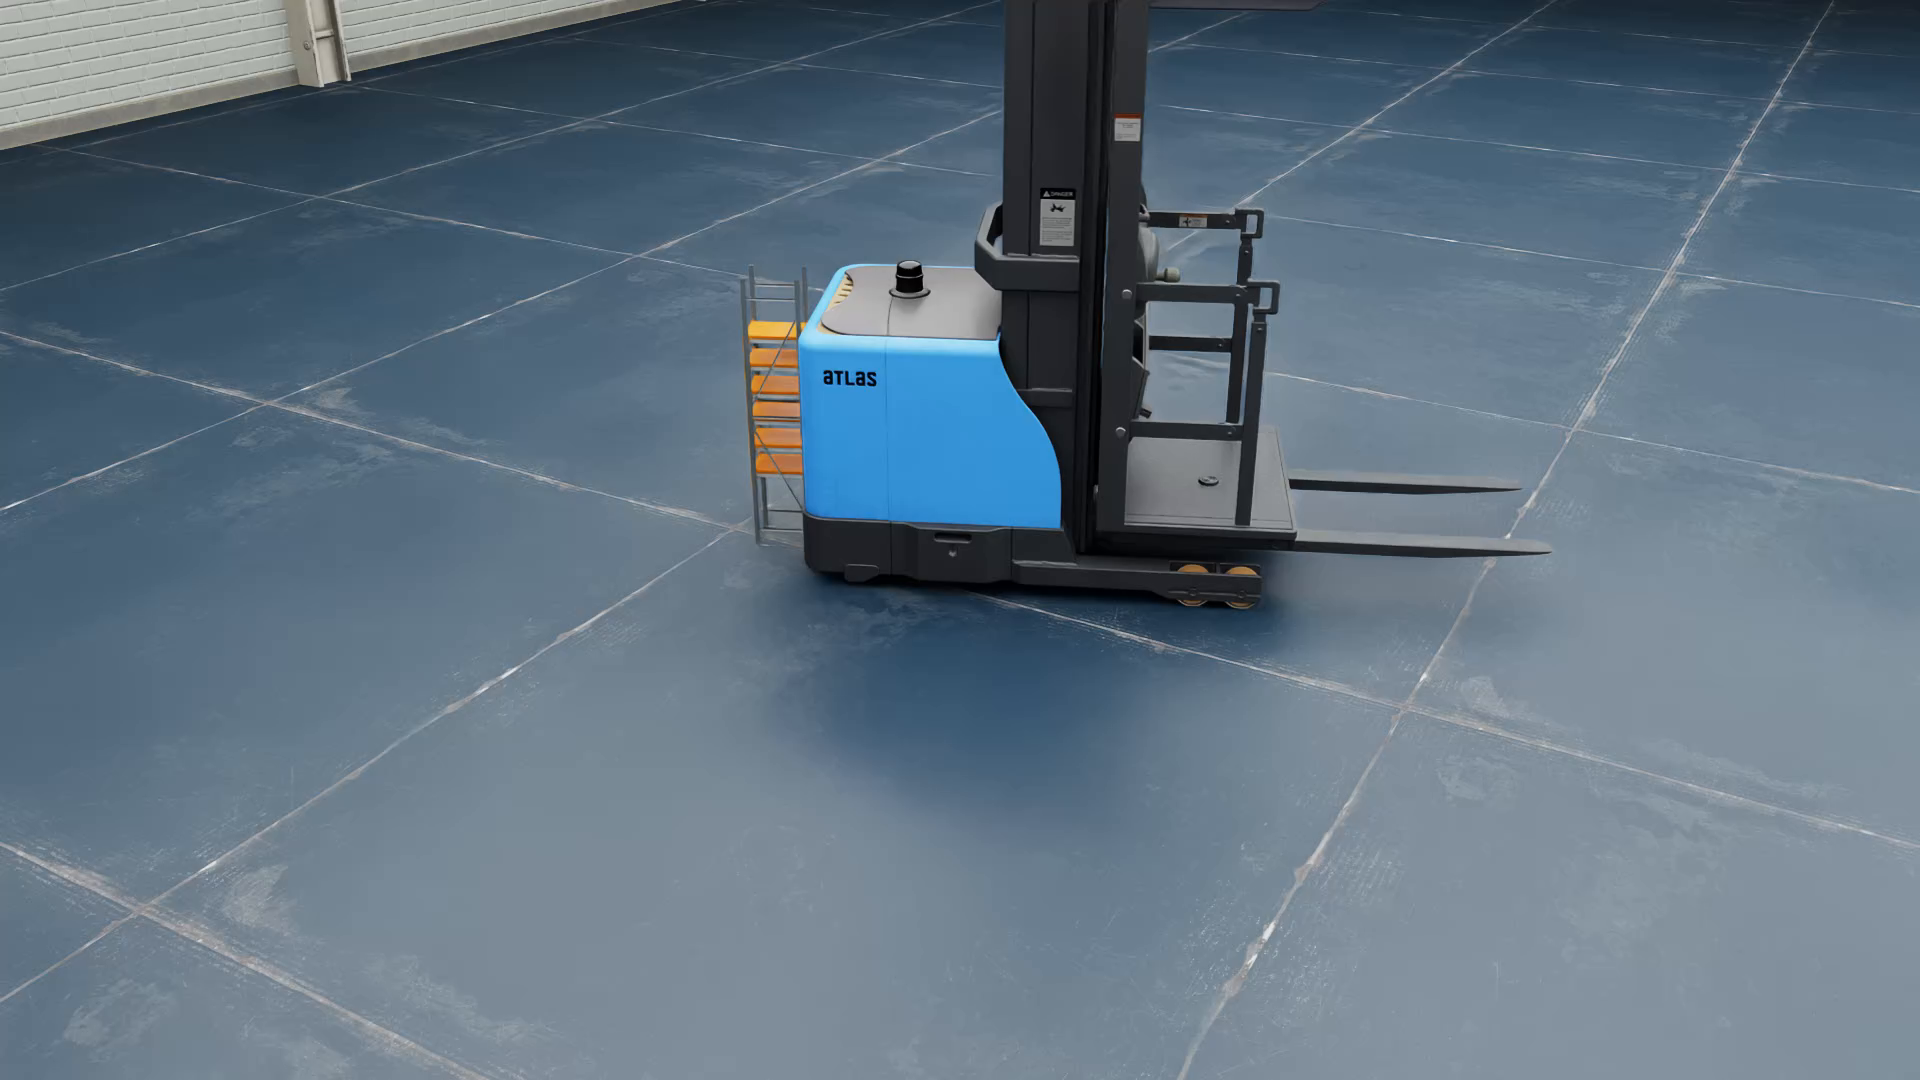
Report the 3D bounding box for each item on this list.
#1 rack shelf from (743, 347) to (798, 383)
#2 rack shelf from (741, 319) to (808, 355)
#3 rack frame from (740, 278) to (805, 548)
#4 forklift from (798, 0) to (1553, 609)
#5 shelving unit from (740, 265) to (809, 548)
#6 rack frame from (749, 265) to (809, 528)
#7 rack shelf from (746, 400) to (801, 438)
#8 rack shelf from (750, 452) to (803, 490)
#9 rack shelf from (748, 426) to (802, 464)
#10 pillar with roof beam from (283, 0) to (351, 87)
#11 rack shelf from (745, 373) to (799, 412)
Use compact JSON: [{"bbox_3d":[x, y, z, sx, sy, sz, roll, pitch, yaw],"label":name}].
[{"bbox_3d":[-0.755,-0.722,6.915,0.258,0.103,0.180,2,27,4],"label":"rack shelf"},{"bbox_3d":[-0.755,-0.829,6.861,0.258,0.103,0.180,2,27,4],"label":"rack shelf"},{"bbox_3d":[-0.763,-0.506,6.921,0.240,1.200,0.006,2,27,4],"label":"rack frame"},{"bbox_3d":[0.904,-1.284,6.541,3.031,2.935,1.130,3,27,5],"label":"forklift"},{"bbox_3d":[-0.755,-0.547,7.002,0.258,1.200,0.189,2,27,4],"label":"shelving unit"},{"bbox_3d":[-0.748,-0.588,7.084,0.240,1.200,0.006,2,27,4],"label":"rack frame"},{"bbox_3d":[-0.755,-0.507,7.022,0.258,0.103,0.180,2,27,4],"label":"rack shelf"},{"bbox_3d":[-0.755,-0.293,7.130,0.258,0.103,0.180,2,27,4],"label":"rack shelf"},{"bbox_3d":[-0.755,-0.400,7.076,0.258,0.103,0.180,2,27,4],"label":"rack shelf"},{"bbox_3d":[-2.410,-7.515,12.210,9.100,9.000,0.400,14,30,26],"label":"pillar with roof beam"},{"bbox_3d":[-0.755,-0.615,6.968,0.258,0.103,0.180,2,27,4],"label":"rack shelf"}]
